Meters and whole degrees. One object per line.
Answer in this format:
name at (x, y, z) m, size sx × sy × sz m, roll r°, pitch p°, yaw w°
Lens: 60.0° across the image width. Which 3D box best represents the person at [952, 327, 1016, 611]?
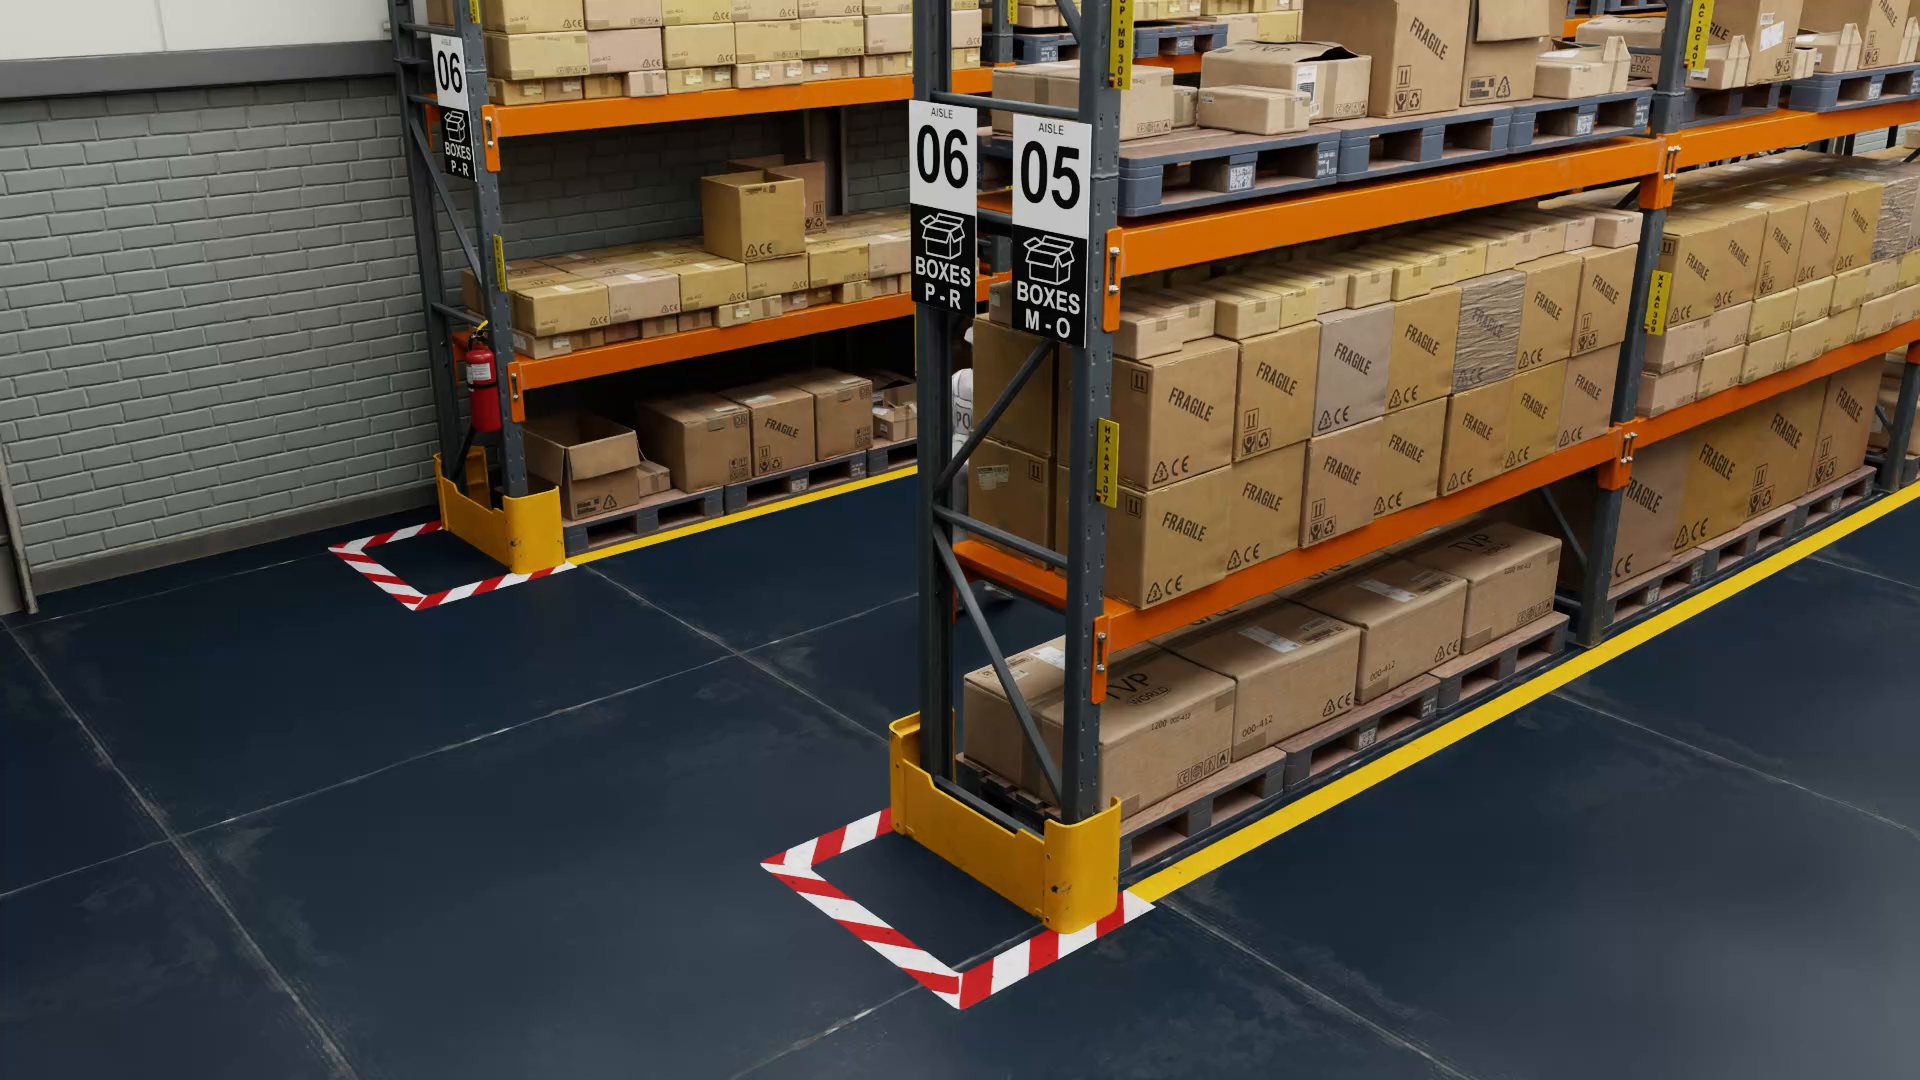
person at (0.118, -0.390, 9.580) m, size 0.447 × 1.710 × 0.414 m, roll 7°, pitch 22°, yaw 17°
